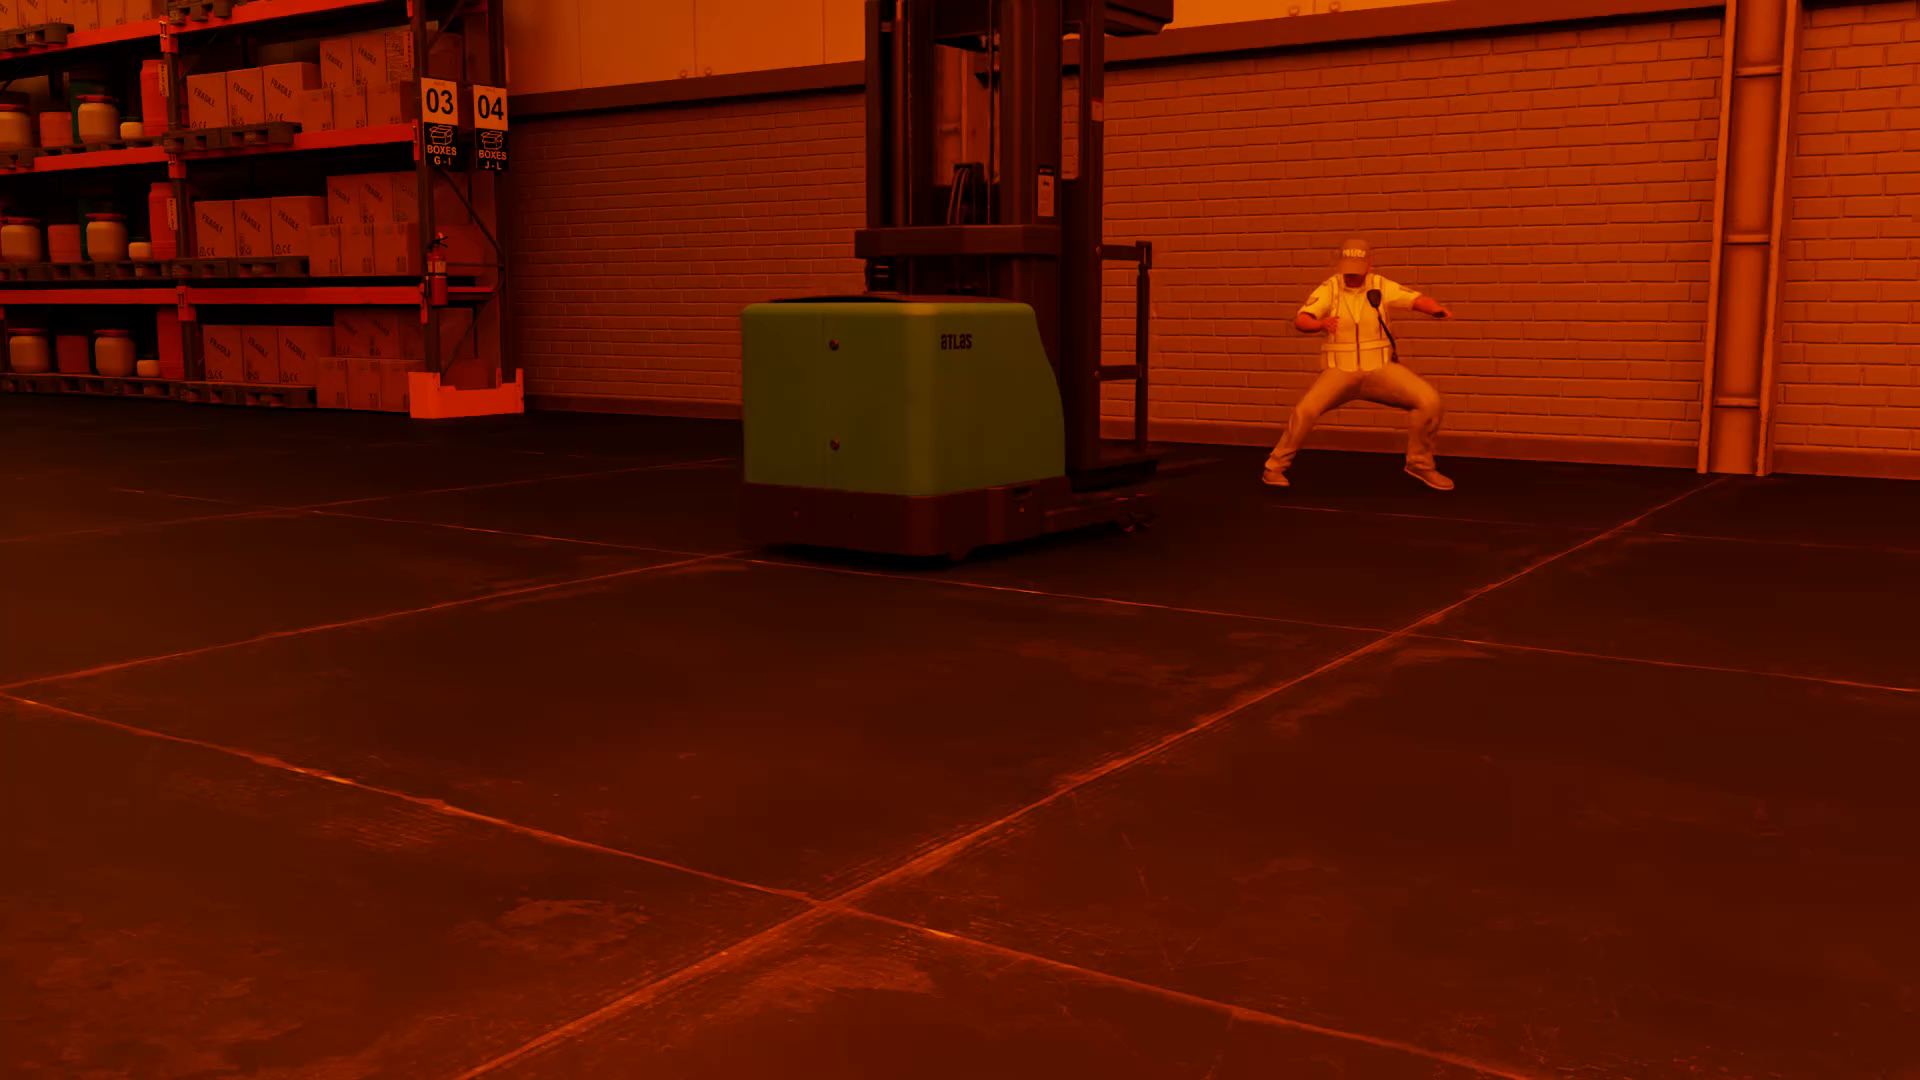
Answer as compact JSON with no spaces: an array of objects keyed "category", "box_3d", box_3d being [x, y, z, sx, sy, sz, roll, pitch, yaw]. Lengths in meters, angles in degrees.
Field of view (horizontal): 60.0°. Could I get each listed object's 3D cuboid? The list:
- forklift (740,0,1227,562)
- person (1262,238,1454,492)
[{"category":"forklift","box_3d":[0.314,-1.525,7.917,1.130,2.935,3.031,6,10,35]},{"category":"person","box_3d":[2.283,-0.993,9.460,1.081,1.426,0.712,2,8,12]}]
